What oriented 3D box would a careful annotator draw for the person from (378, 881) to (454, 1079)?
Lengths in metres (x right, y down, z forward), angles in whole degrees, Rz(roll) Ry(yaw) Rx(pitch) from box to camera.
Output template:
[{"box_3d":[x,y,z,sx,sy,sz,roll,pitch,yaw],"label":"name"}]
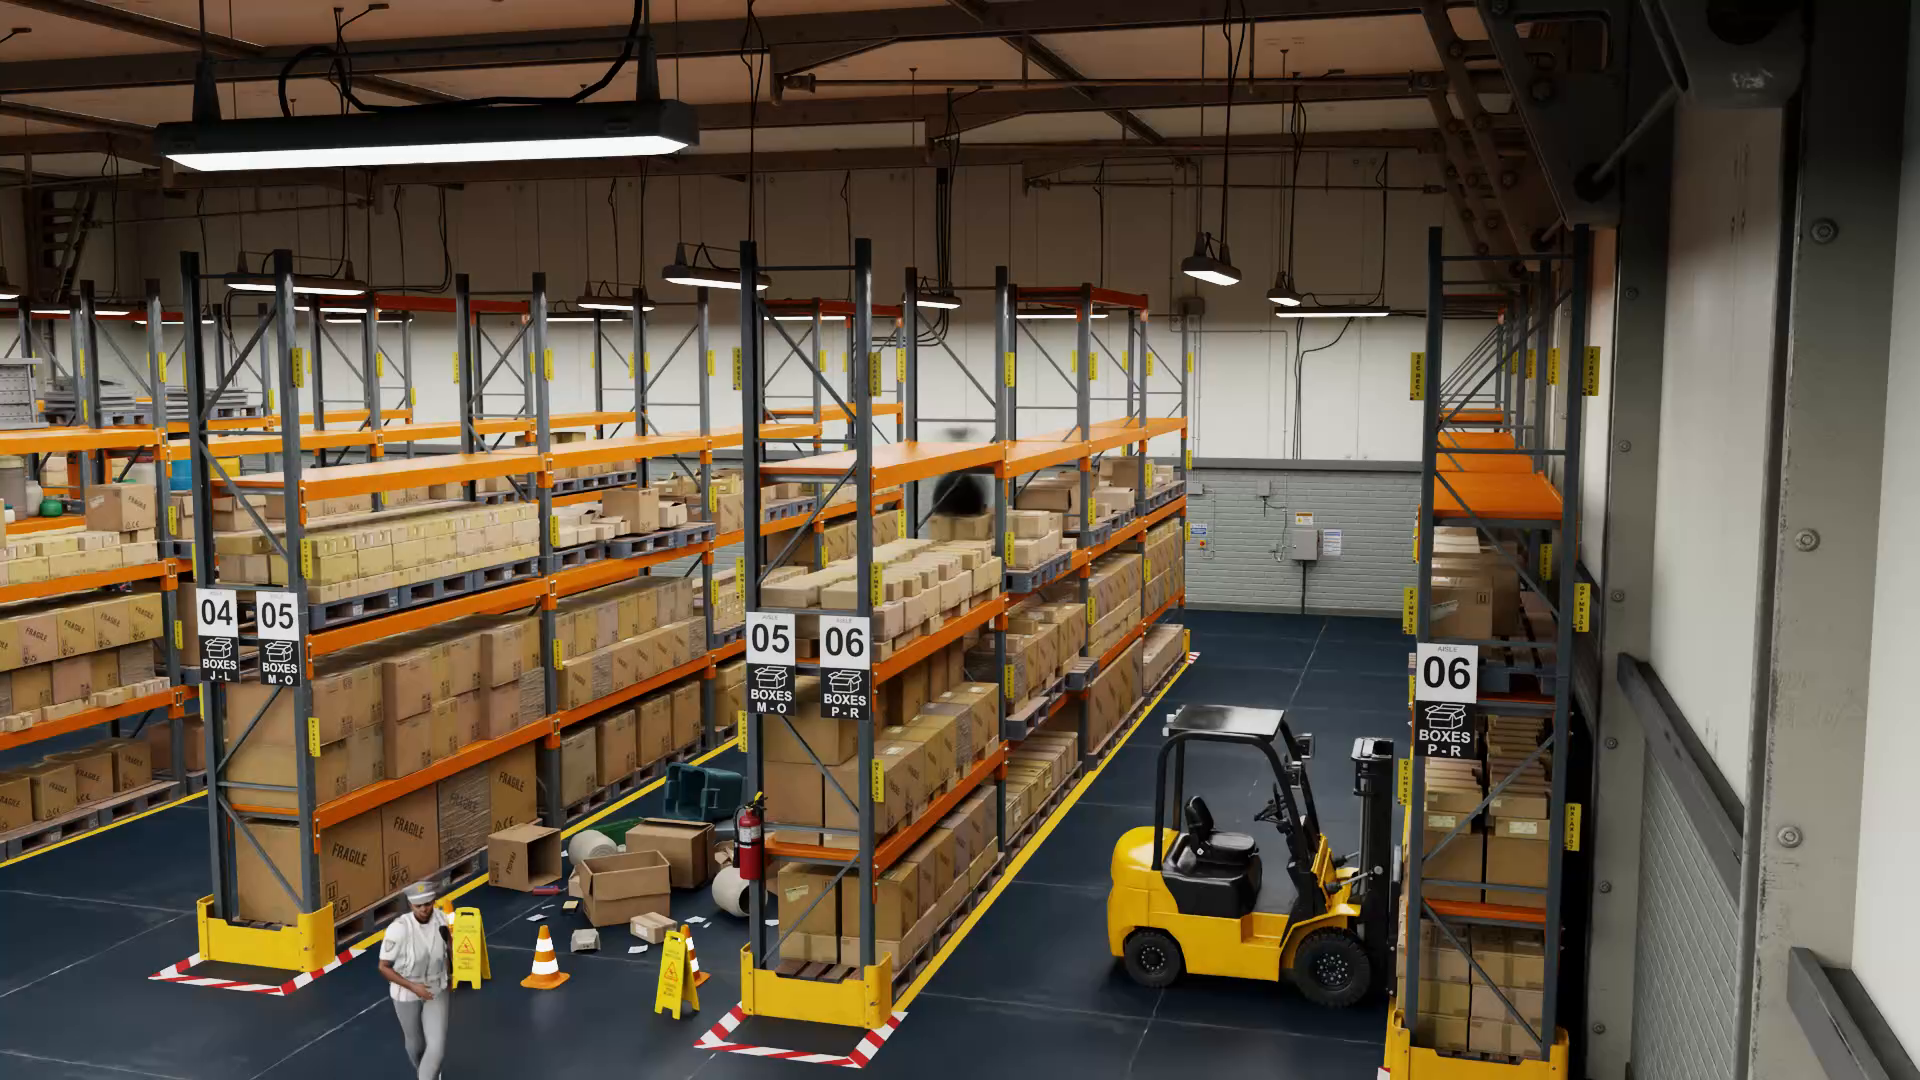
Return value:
[{"box_3d":[-3.722,3.085,11.373,0.542,1.666,0.790,-4,7,-30],"label":"person"}]
